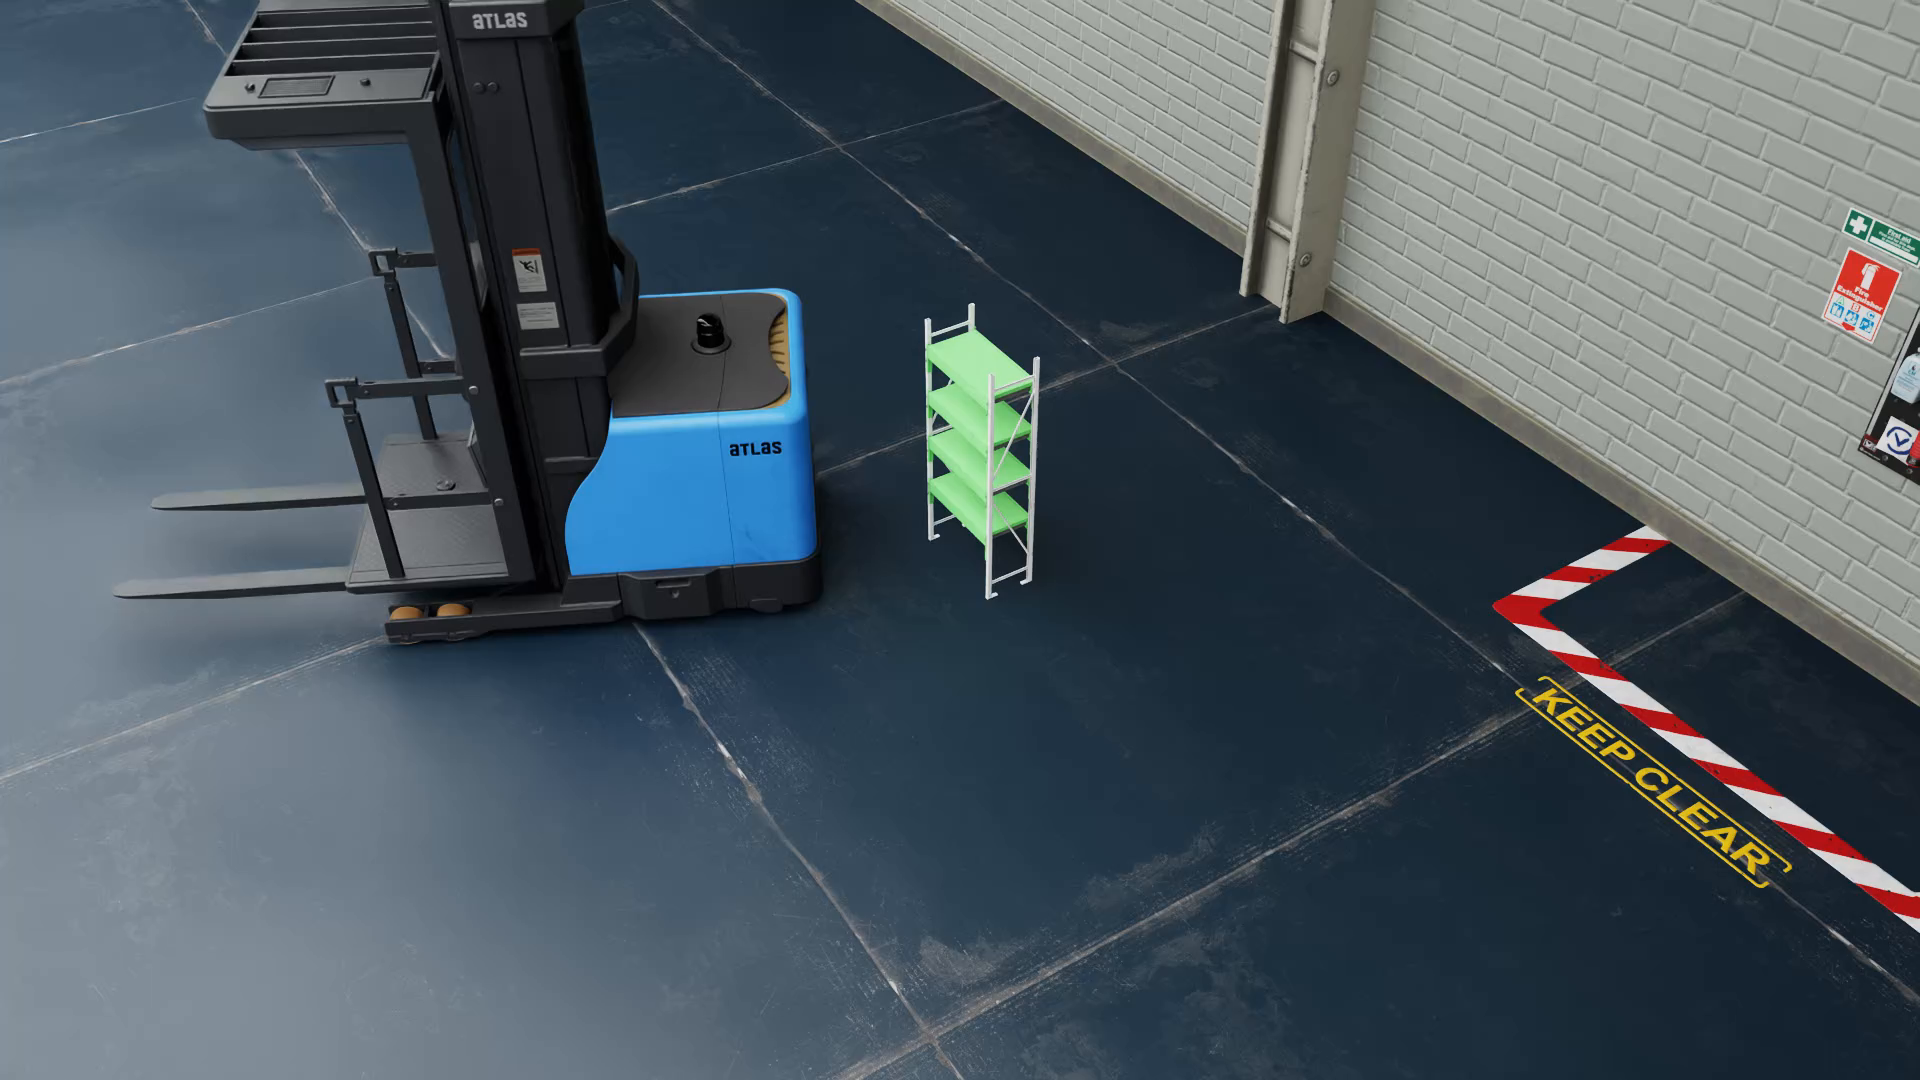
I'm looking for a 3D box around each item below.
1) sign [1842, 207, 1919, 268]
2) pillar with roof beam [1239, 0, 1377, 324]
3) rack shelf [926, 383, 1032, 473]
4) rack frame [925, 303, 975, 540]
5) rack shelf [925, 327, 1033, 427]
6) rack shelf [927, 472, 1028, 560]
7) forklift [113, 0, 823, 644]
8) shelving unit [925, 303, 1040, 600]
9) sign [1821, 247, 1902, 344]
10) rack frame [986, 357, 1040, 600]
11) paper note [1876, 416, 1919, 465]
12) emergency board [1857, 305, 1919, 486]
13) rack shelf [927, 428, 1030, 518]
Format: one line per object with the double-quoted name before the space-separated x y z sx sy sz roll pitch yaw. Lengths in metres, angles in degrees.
"sign" 3.531 -1.157 6.353 0.001 0.109 0.331 -22 45 -24
"pillar with roof beam" -1.813 -3.326 4.712 9.100 9.000 0.400 -22 45 -24
"rack shelf" 0.089 -0.507 7.146 0.258 0.148 0.480 -22 45 -24
"rack frame" -0.042 -0.503 7.417 0.240 1.200 0.015 -22 45 -24
"rack shelf" 0.089 -0.691 6.992 0.258 0.148 0.480 -22 45 -24
"rack shelf" 0.089 -0.138 7.453 0.258 0.148 0.480 -22 45 -24
"forklift" -2.159 -1.032 6.698 3.031 2.935 1.130 -4 40 -5
"shelving unit" 0.089 -0.372 7.259 0.258 1.200 0.503 -22 45 -24
"sign" 3.536 -0.959 6.530 0.001 0.329 0.234 -22 45 -24
"rack frame" 0.220 -0.240 7.101 0.240 1.200 0.015 -22 45 -24
"paper note" 3.710 -0.392 6.566 0.016 0.148 0.142 -22 45 -24
"emergency board" 3.747 -0.611 6.140 0.194 1.169 0.643 -22 45 -24
"rack shelf" 0.089 -0.323 7.300 0.258 0.148 0.480 -22 45 -24
